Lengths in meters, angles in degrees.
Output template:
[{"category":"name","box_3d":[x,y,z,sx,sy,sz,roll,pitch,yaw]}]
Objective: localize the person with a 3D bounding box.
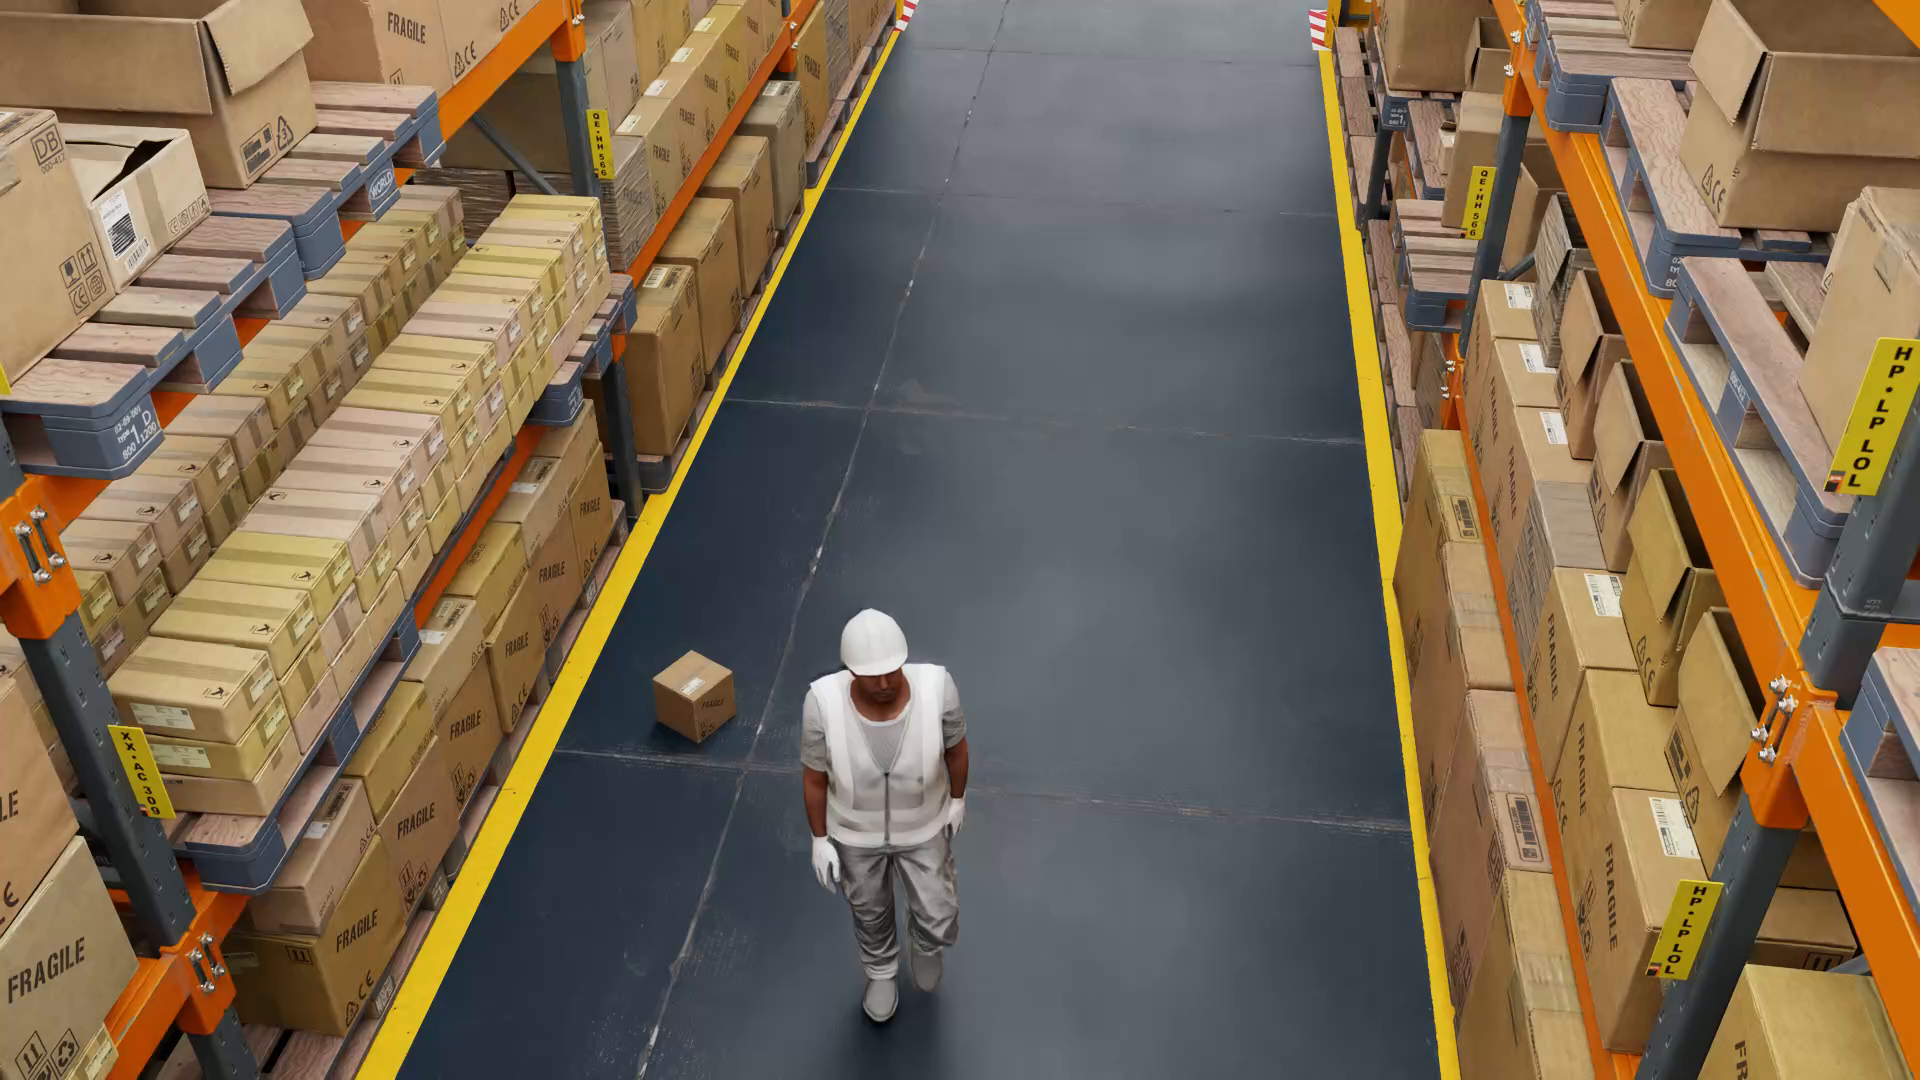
[{"category":"person","box_3d":[-0.244,0.971,5.640,0.563,1.794,0.452,-3,36,-4]}]
